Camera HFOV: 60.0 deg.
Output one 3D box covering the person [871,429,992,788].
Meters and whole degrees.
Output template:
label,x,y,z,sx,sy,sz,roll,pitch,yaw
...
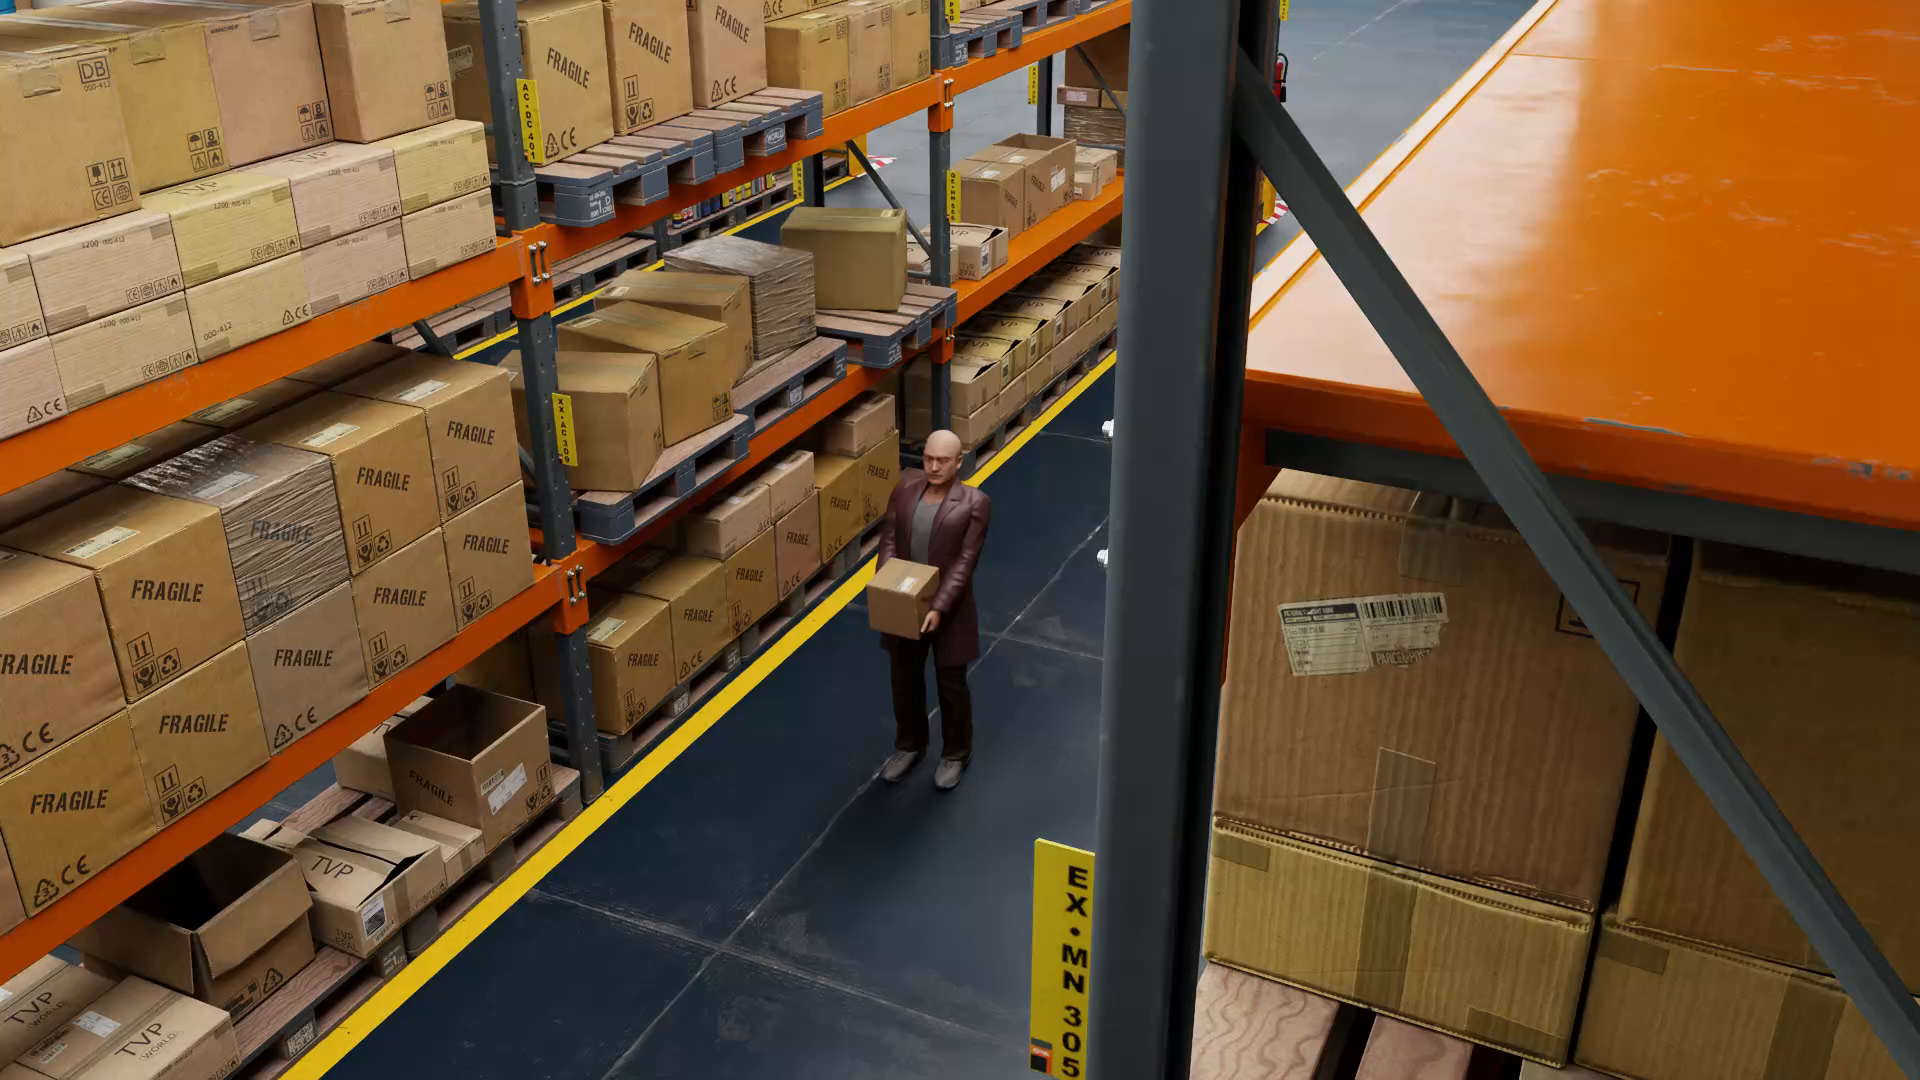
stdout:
label,x,y,z,sx,sy,sz,roll,pitch,yaw
person,-0.161,0.359,7.887,0.528,1.773,0.554,11,28,22
